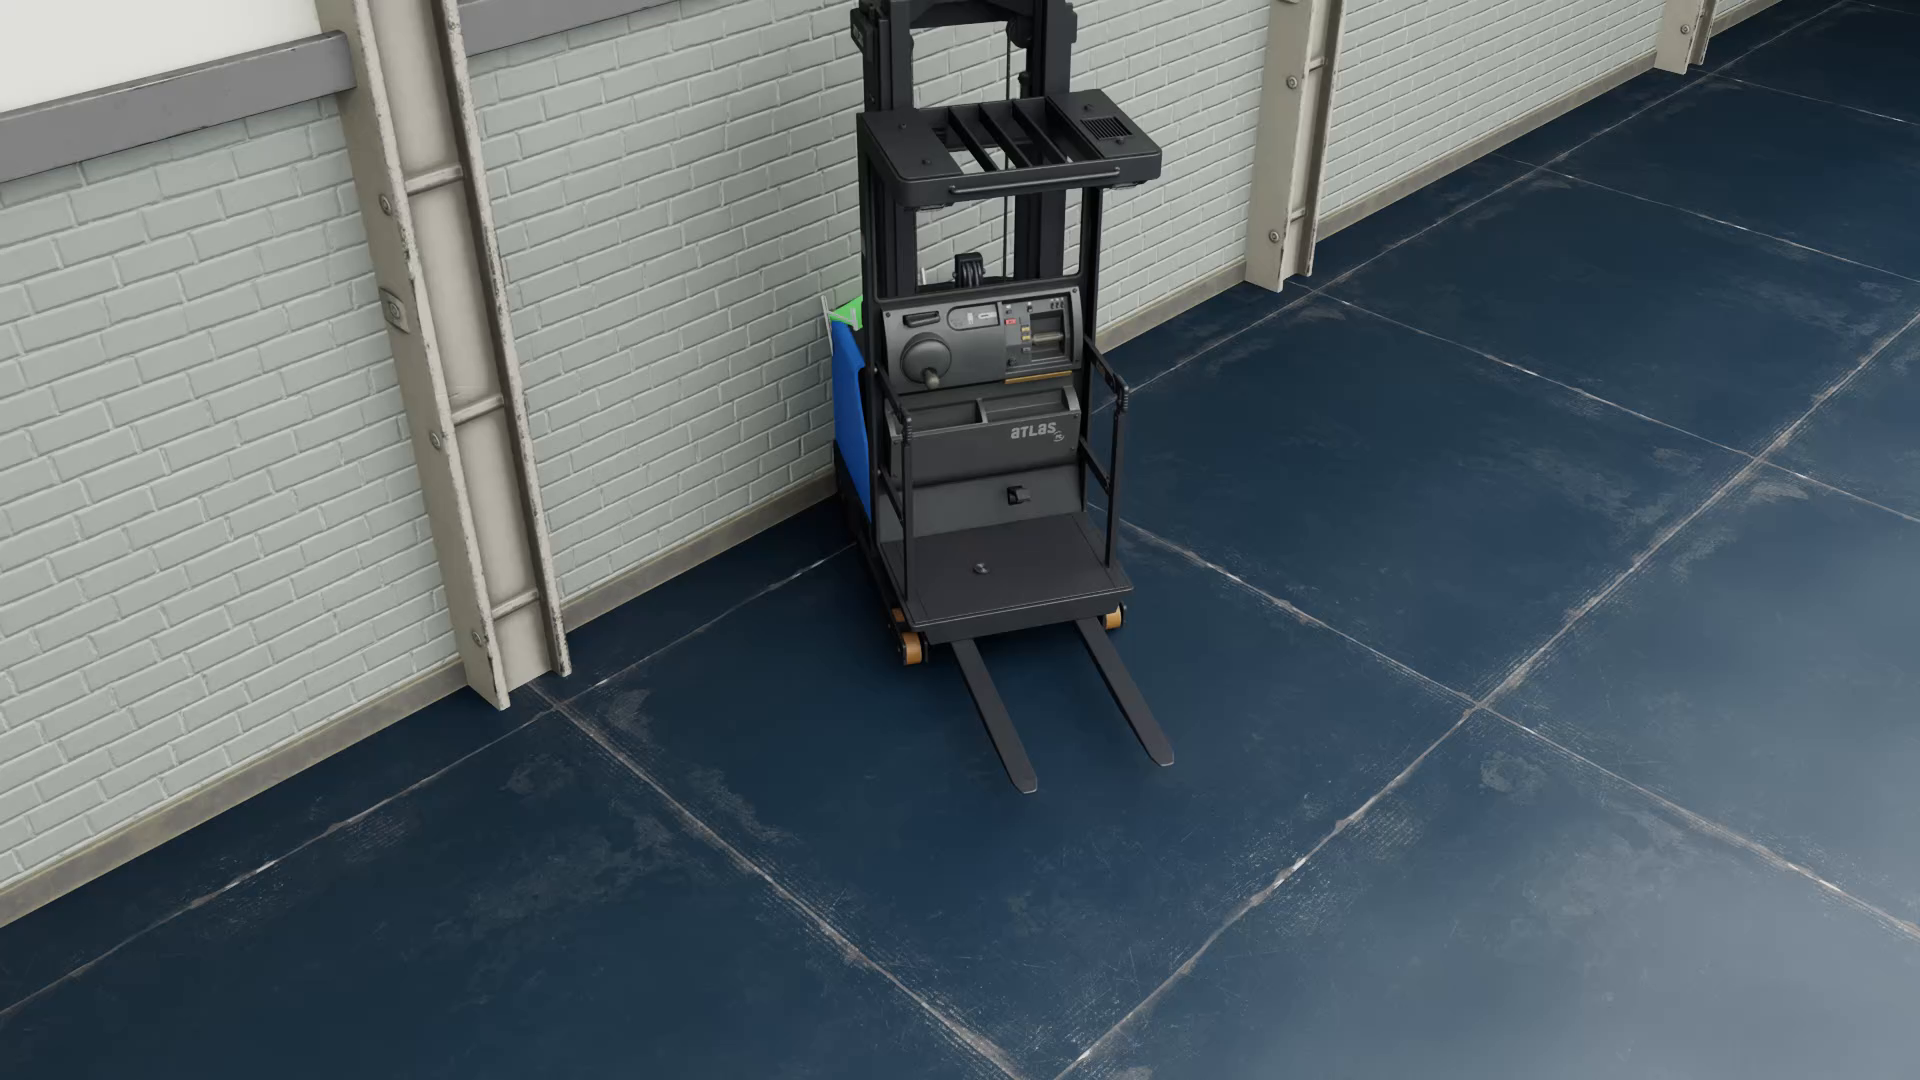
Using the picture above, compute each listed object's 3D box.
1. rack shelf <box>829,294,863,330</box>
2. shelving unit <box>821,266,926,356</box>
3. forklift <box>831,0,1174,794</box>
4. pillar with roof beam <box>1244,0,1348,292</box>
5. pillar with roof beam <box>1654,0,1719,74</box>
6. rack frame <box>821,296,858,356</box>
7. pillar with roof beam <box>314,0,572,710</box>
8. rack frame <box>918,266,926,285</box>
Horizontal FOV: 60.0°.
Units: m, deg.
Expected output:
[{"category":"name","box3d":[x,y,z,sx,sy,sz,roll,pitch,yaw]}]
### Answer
[{"category":"rack shelf","box3d":[-0.426,-1.174,8.601,0.258,0.148,0.480,27,50,37]},{"category":"shelving unit","box3d":[-0.377,-0.849,8.857,0.258,1.200,0.503,27,50,37]},{"category":"forklift","box3d":[0.169,-0.859,7.411,1.130,2.935,3.031,-9,36,-13]},{"category":"pillar with roof beam","box3d":[5.207,-3.750,6.252,9.100,9.000,0.400,30,45,35]},{"category":"pillar with roof beam","box3d":[9.434,-6.186,9.744,9.100,9.000,0.400,30,45,35]},{"category":"rack frame","box3d":[-0.545,-0.725,8.731,0.240,1.200,0.015,27,50,37]},{"category":"pillar with roof beam","box3d":[0.979,-1.315,2.759,9.100,9.000,0.400,30,45,35]},{"category":"rack frame","box3d":[-0.209,-0.974,8.983,0.240,1.200,0.015,27,50,37]}]
